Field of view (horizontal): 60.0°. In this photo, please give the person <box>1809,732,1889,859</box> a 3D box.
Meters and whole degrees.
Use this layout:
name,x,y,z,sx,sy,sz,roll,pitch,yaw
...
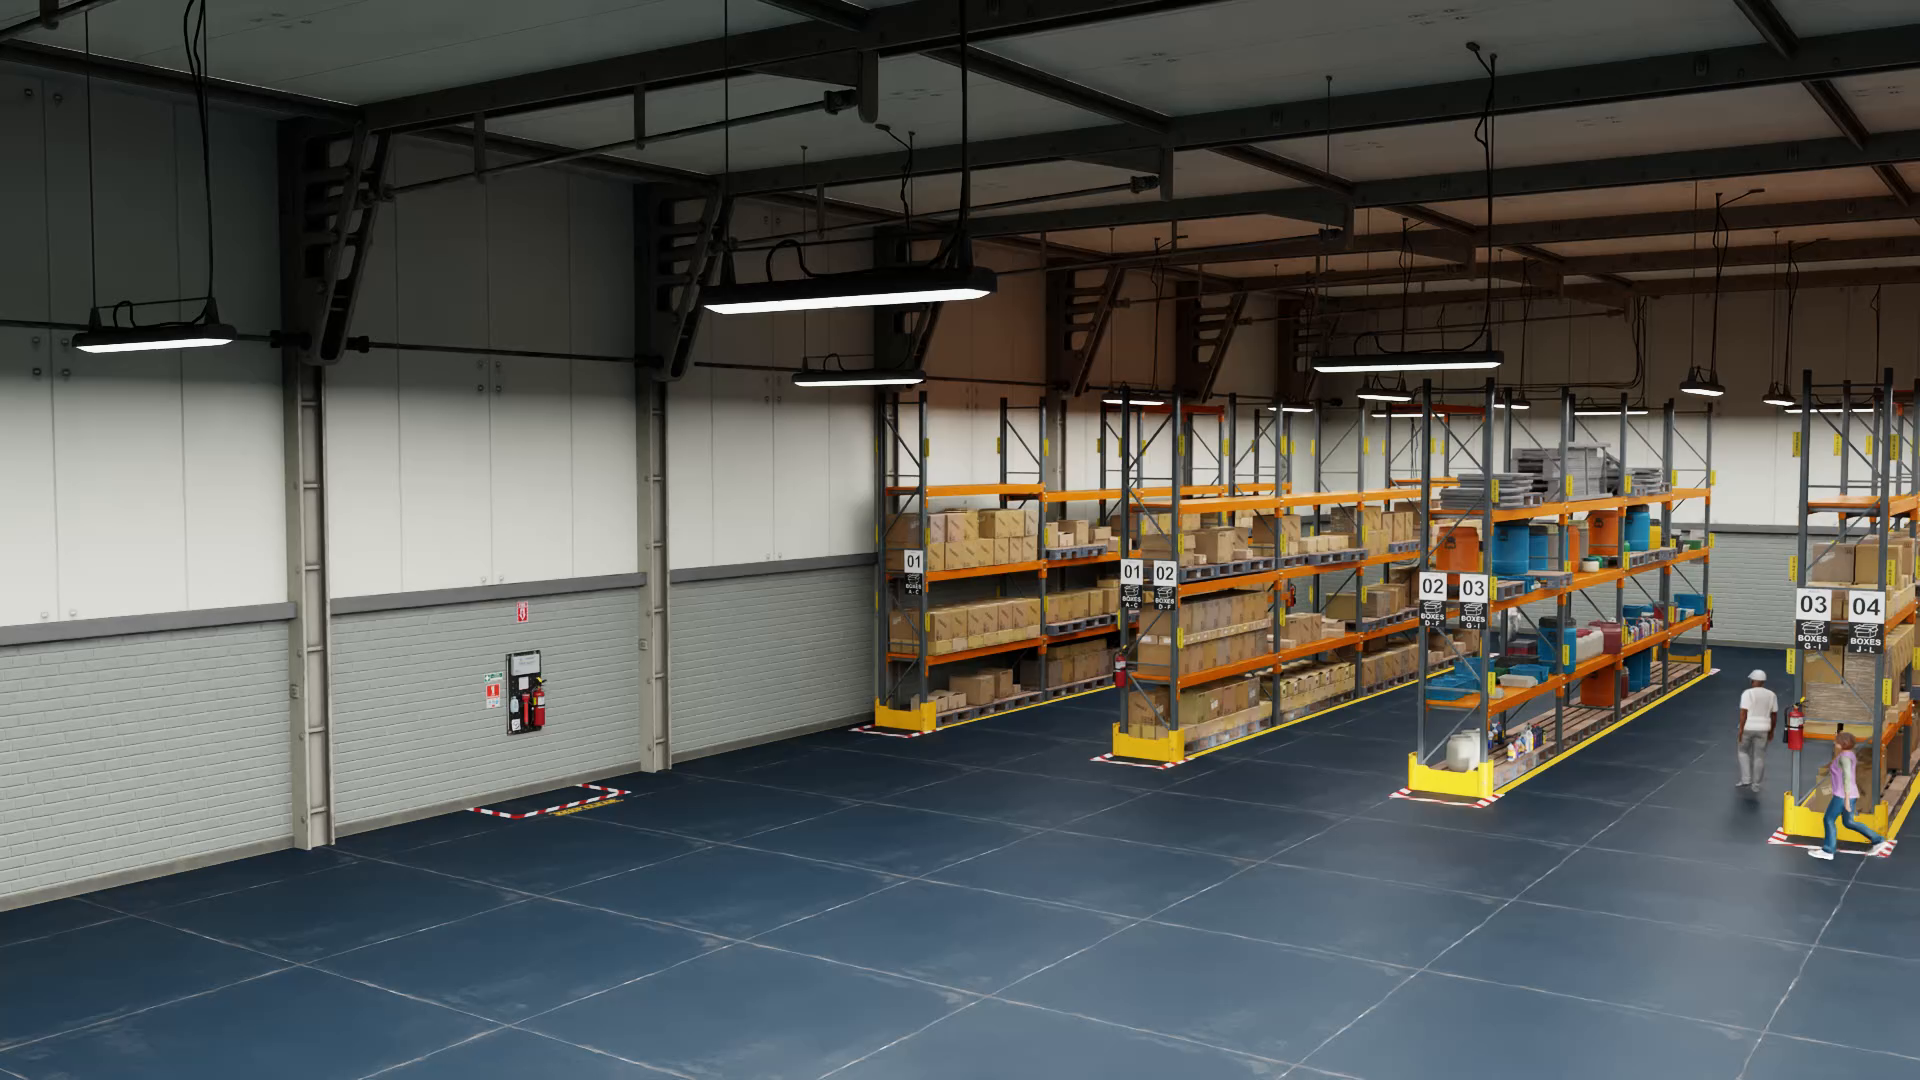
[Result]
name,x,y,z,sx,sy,sz,roll,pitch,yaw
person,10.731,3.092,20.055,0.847,1.560,0.413,2,4,34

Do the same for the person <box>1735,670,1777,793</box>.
name,x,y,z,sx,sy,sz,roll,pitch,yaw
person,11.592,2.774,24.170,0.551,1.764,0.531,1,3,17

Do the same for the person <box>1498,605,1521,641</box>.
name,x,y,z,sx,sy,sz,roll,pitch,yaw
person,13.454,1.839,40.796,0.546,1.771,0.716,-1,3,-12
